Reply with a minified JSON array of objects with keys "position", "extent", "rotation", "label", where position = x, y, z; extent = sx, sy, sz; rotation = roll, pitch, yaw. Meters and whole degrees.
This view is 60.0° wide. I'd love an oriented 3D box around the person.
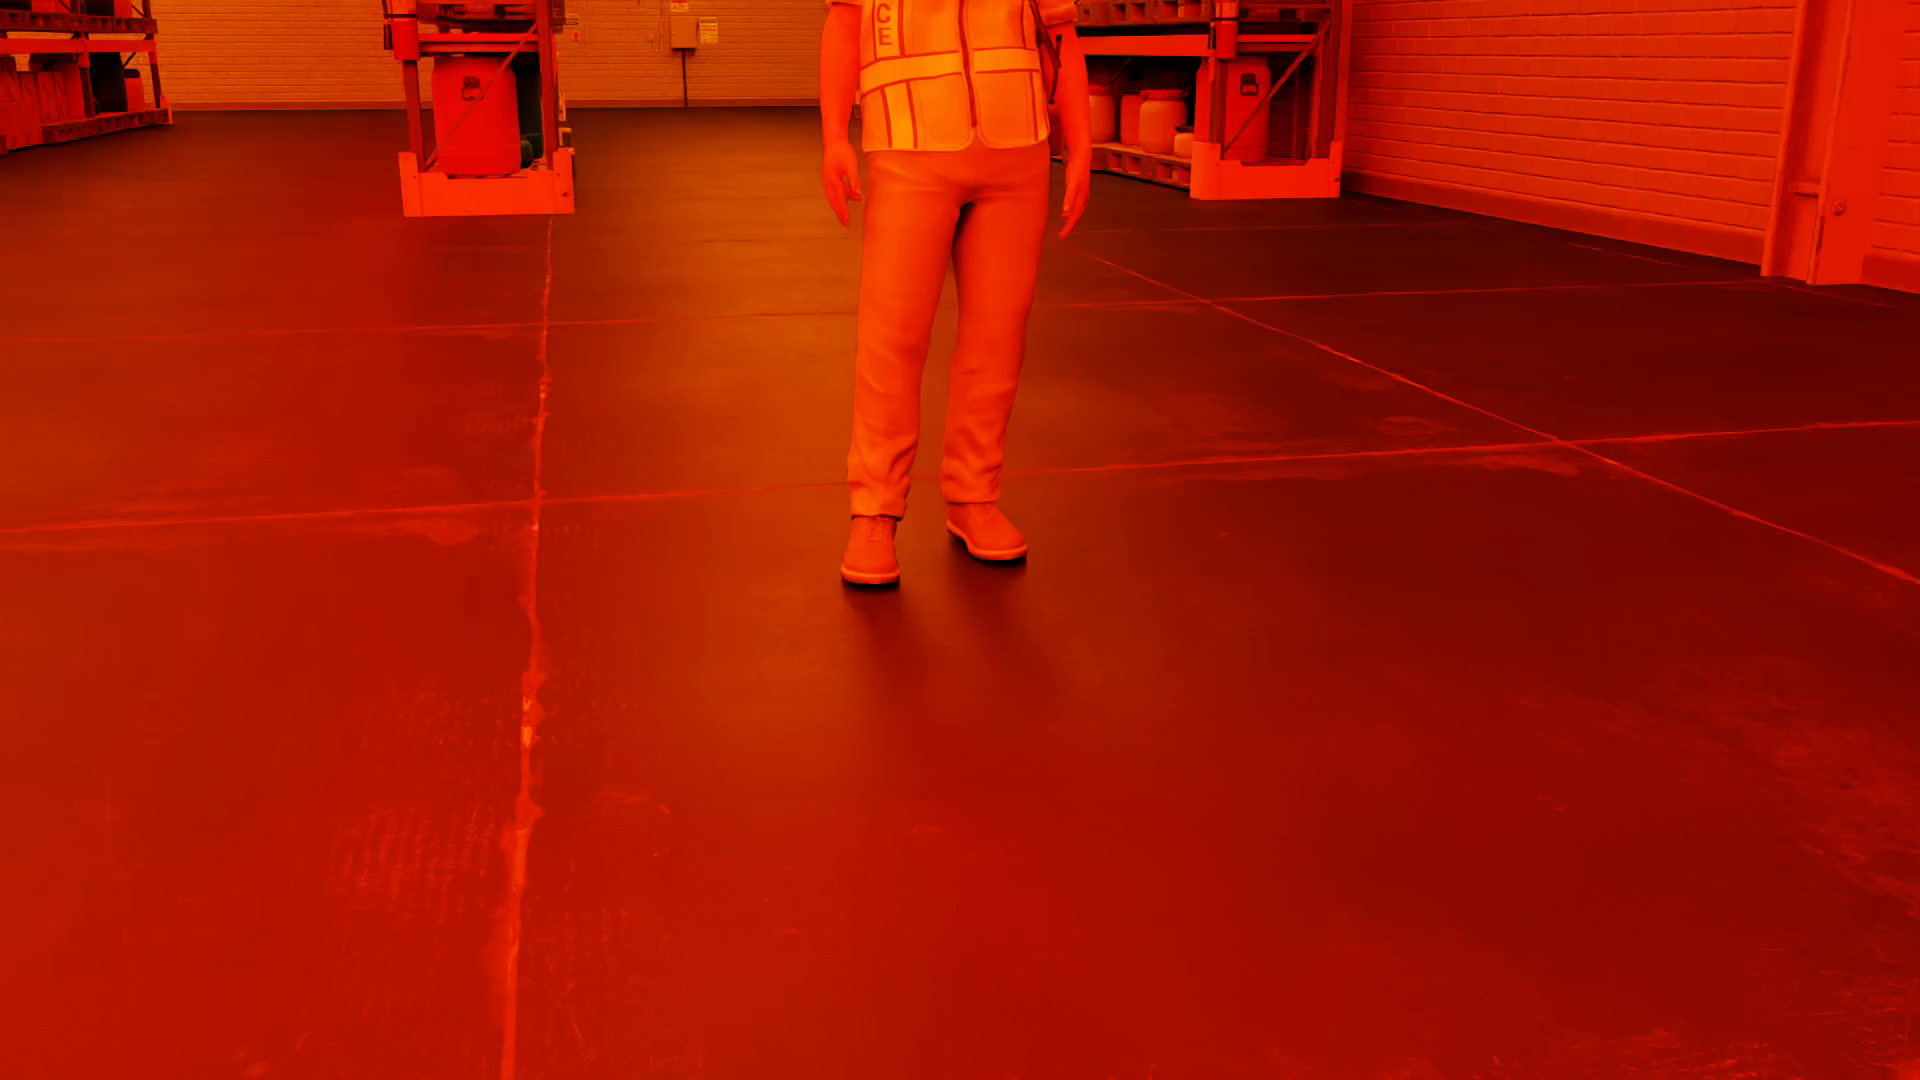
[{"position":[0.007,-0.840,3.684],"extent":[0.641,1.781,0.574],"rotation":[-4,17,-12],"label":"person"}]
